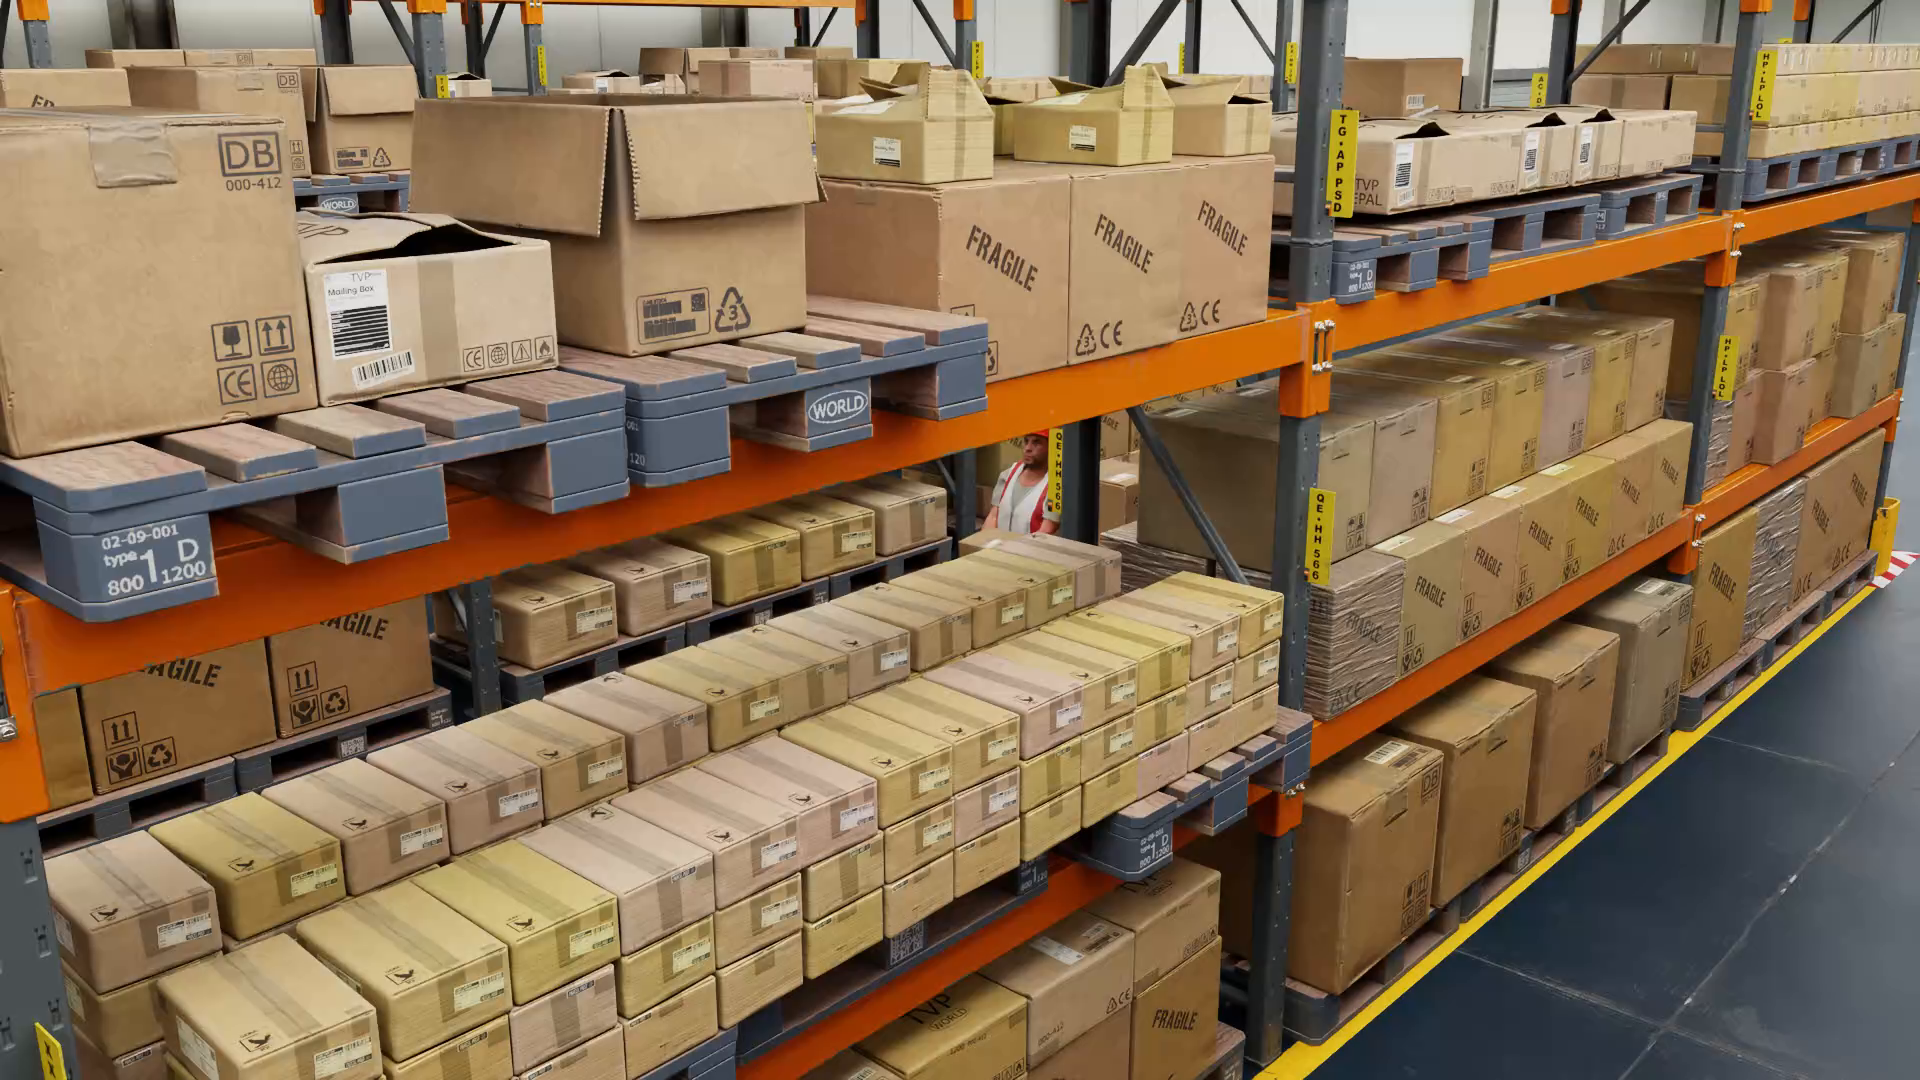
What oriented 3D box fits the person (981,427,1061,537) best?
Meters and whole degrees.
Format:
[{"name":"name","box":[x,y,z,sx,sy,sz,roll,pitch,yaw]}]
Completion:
[{"name":"person","box":[0.305,0.234,8.735,0.493,1.782,0.564,15,22,40]}]
